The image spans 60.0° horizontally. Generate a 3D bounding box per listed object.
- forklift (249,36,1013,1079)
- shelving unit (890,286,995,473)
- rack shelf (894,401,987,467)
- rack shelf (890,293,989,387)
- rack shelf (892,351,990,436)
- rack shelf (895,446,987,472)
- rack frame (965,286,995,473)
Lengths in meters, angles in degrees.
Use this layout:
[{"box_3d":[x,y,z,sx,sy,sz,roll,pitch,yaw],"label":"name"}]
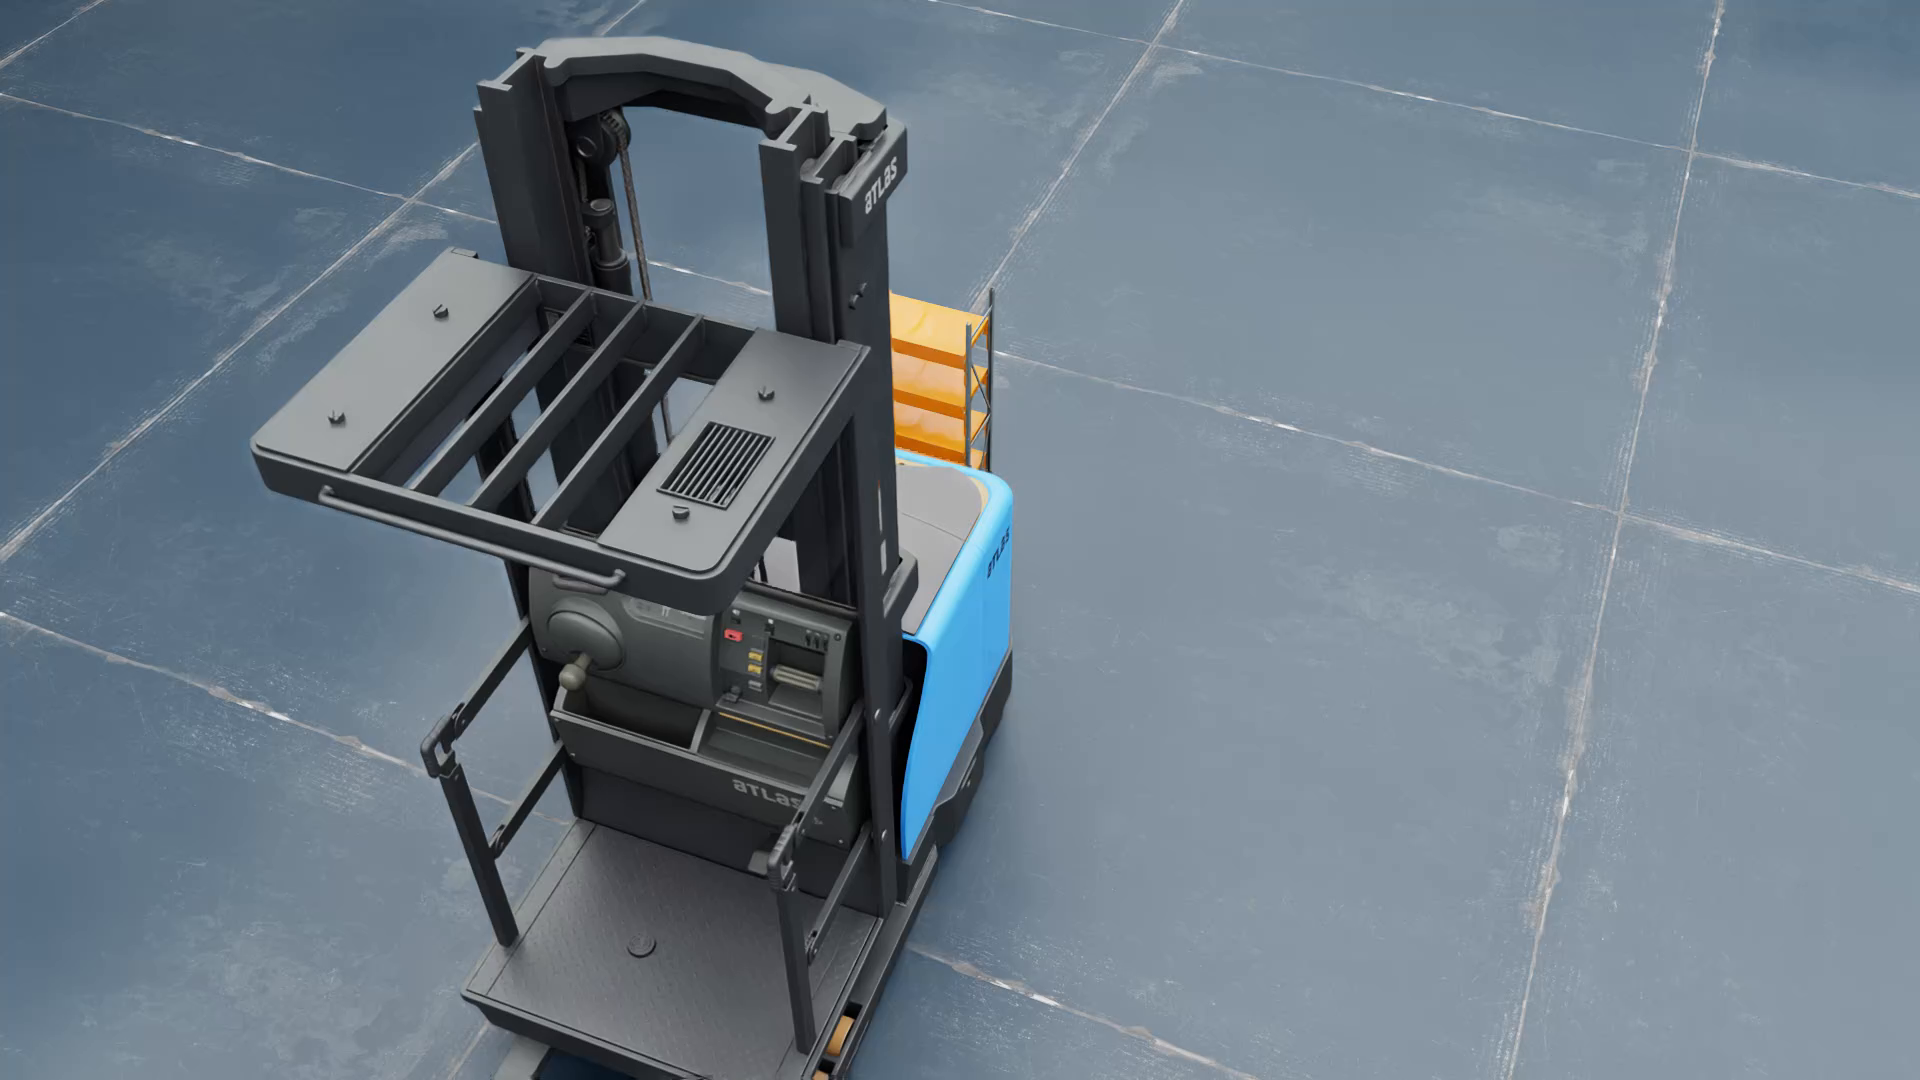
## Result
[{"box_3d":[-0.809,0.370,4.300,1.130,2.935,3.031,15,47,15],"label":"forklift"},{"box_3d":[-0.153,-0.470,6.372,0.503,1.200,0.258,16,47,16],"label":"shelving unit"},{"box_3d":[-0.153,-0.423,6.419,0.480,0.148,0.258,16,47,16],"label":"rack shelf"},{"box_3d":[-0.153,-0.749,6.095,0.480,0.148,0.258,16,47,16],"label":"rack shelf"},{"box_3d":[-0.153,-0.581,6.262,0.480,0.148,0.258,16,47,16],"label":"rack shelf"},{"box_3d":[-0.153,-0.282,6.559,0.480,0.148,0.258,16,47,16],"label":"rack shelf"},{"box_3d":[0.072,-0.404,6.305,0.015,1.200,0.240,16,47,16],"label":"rack frame"}]
